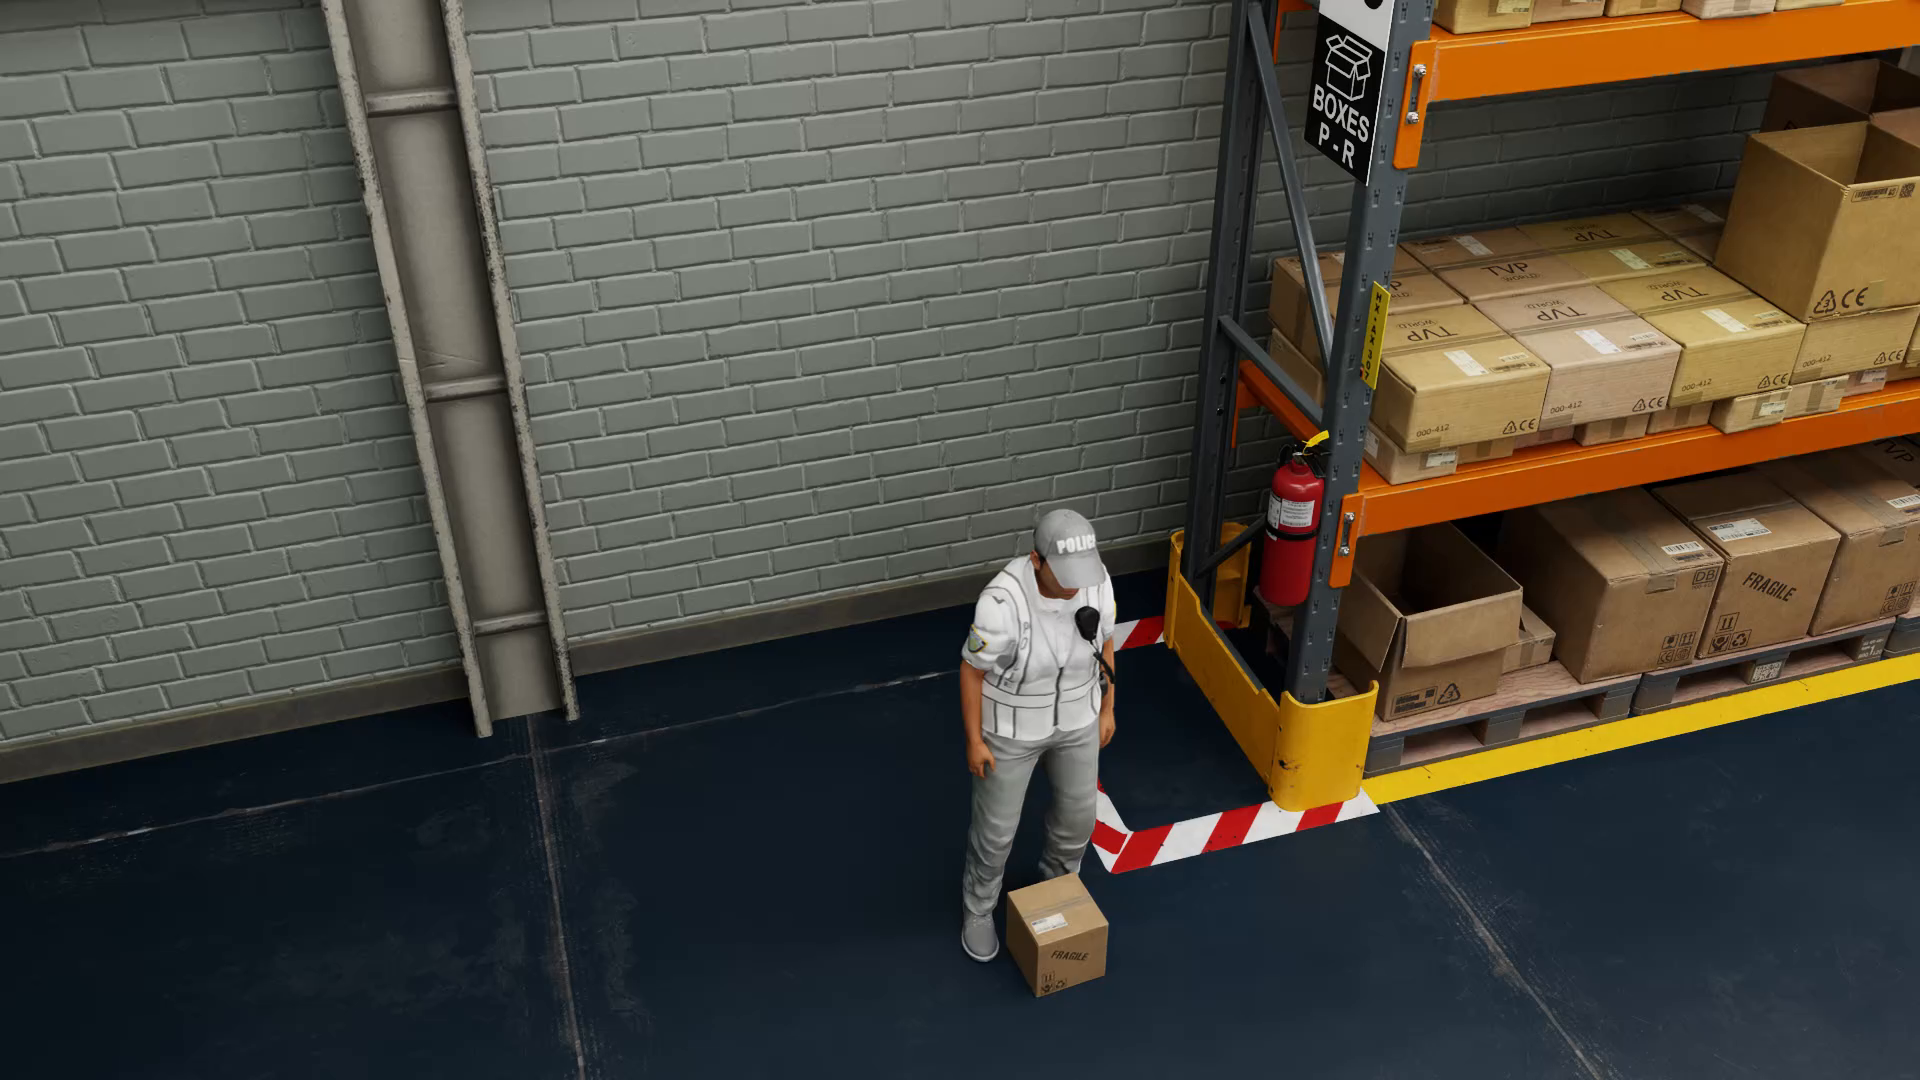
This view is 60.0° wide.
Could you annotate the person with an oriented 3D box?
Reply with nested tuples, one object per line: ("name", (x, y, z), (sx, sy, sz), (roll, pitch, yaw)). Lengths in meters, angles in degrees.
("person", (0.246, 0.595, 5.258), (0.558, 1.665, 0.468), (-12, 36, -17))
